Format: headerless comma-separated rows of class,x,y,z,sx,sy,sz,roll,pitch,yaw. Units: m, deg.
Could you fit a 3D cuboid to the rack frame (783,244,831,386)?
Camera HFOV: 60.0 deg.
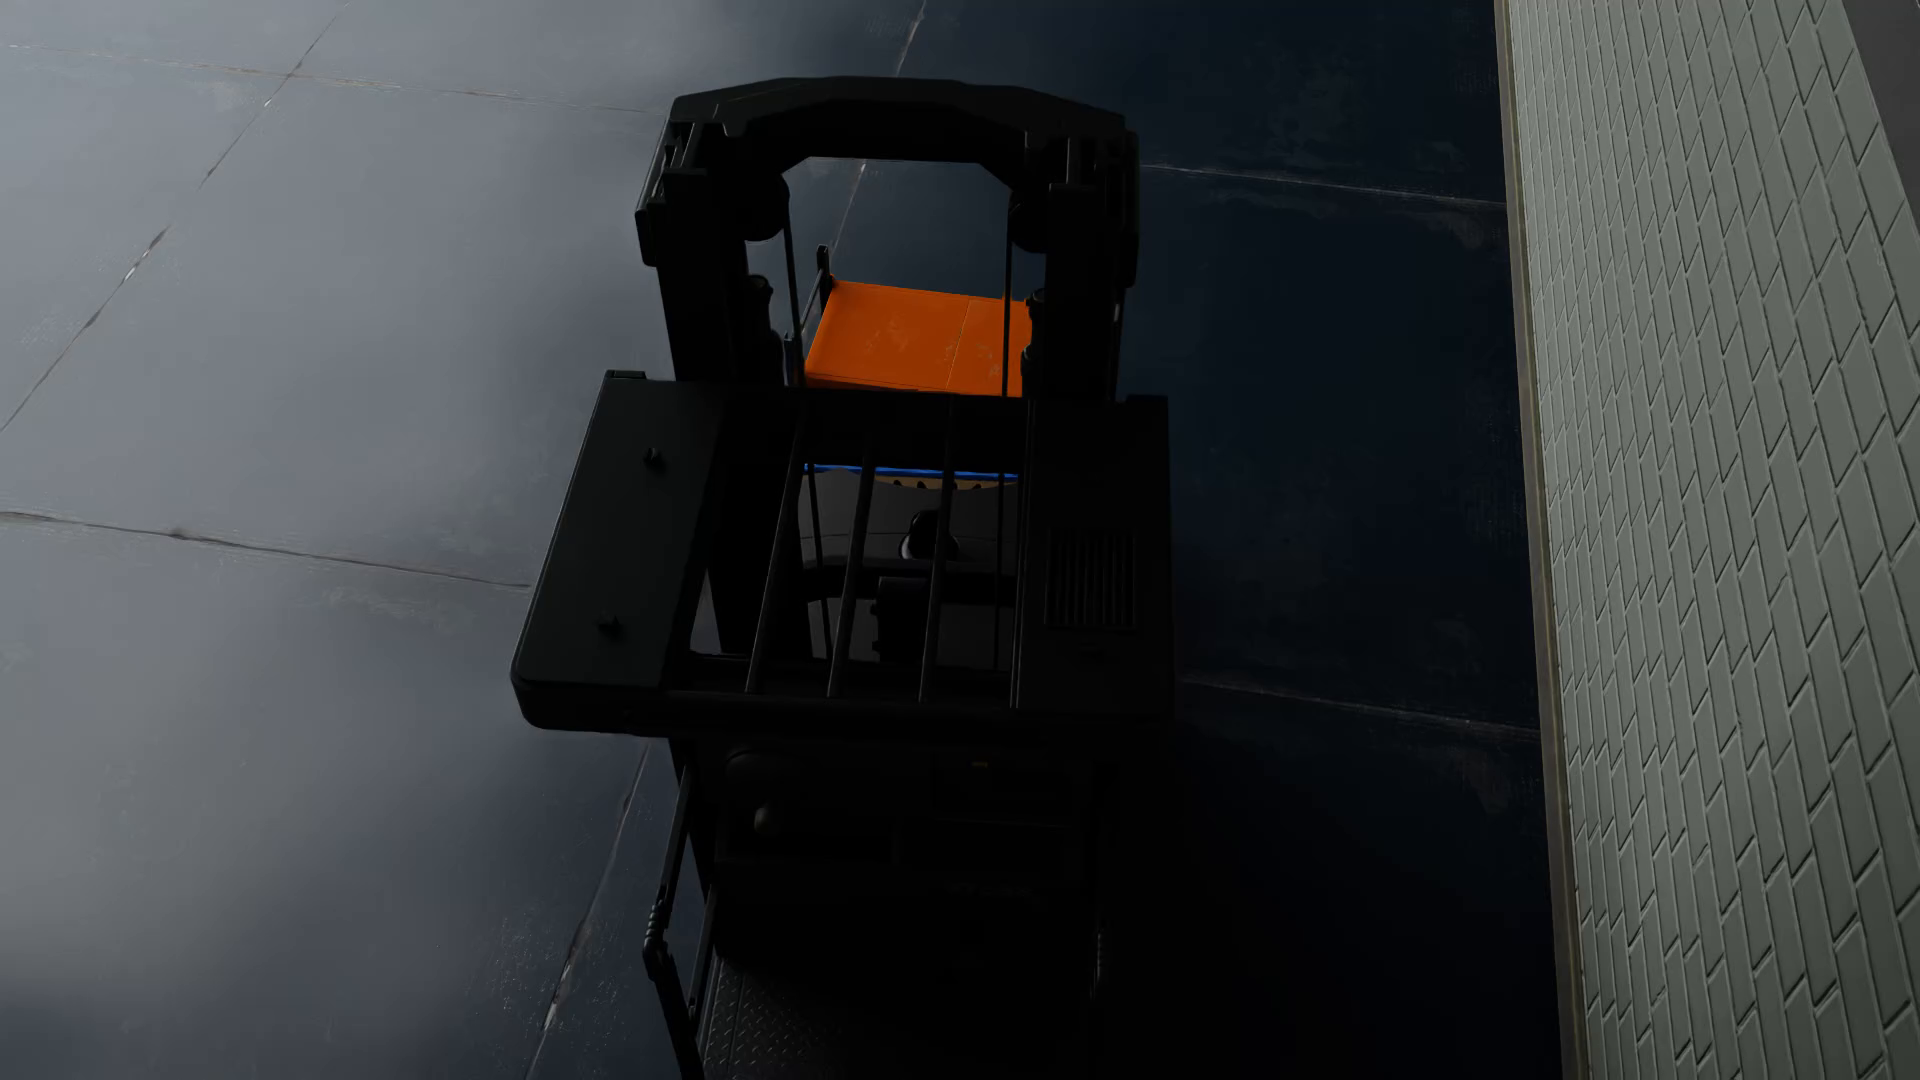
rack frame,-0.507,-0.444,5.893,0.032,1.125,0.500,8,49,7

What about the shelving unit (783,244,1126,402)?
shelving unit,-0.007,-0.377,5.832,1.048,1.125,0.538,8,49,7

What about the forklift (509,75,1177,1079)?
forklift,-0.165,0.613,3.729,1.130,2.935,3.031,3,48,3

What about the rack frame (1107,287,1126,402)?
rack frame,0.494,-0.310,5.772,0.032,1.125,0.500,8,49,7

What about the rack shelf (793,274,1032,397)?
rack shelf,-0.007,-0.572,5.615,1.000,0.278,0.538,8,49,7
